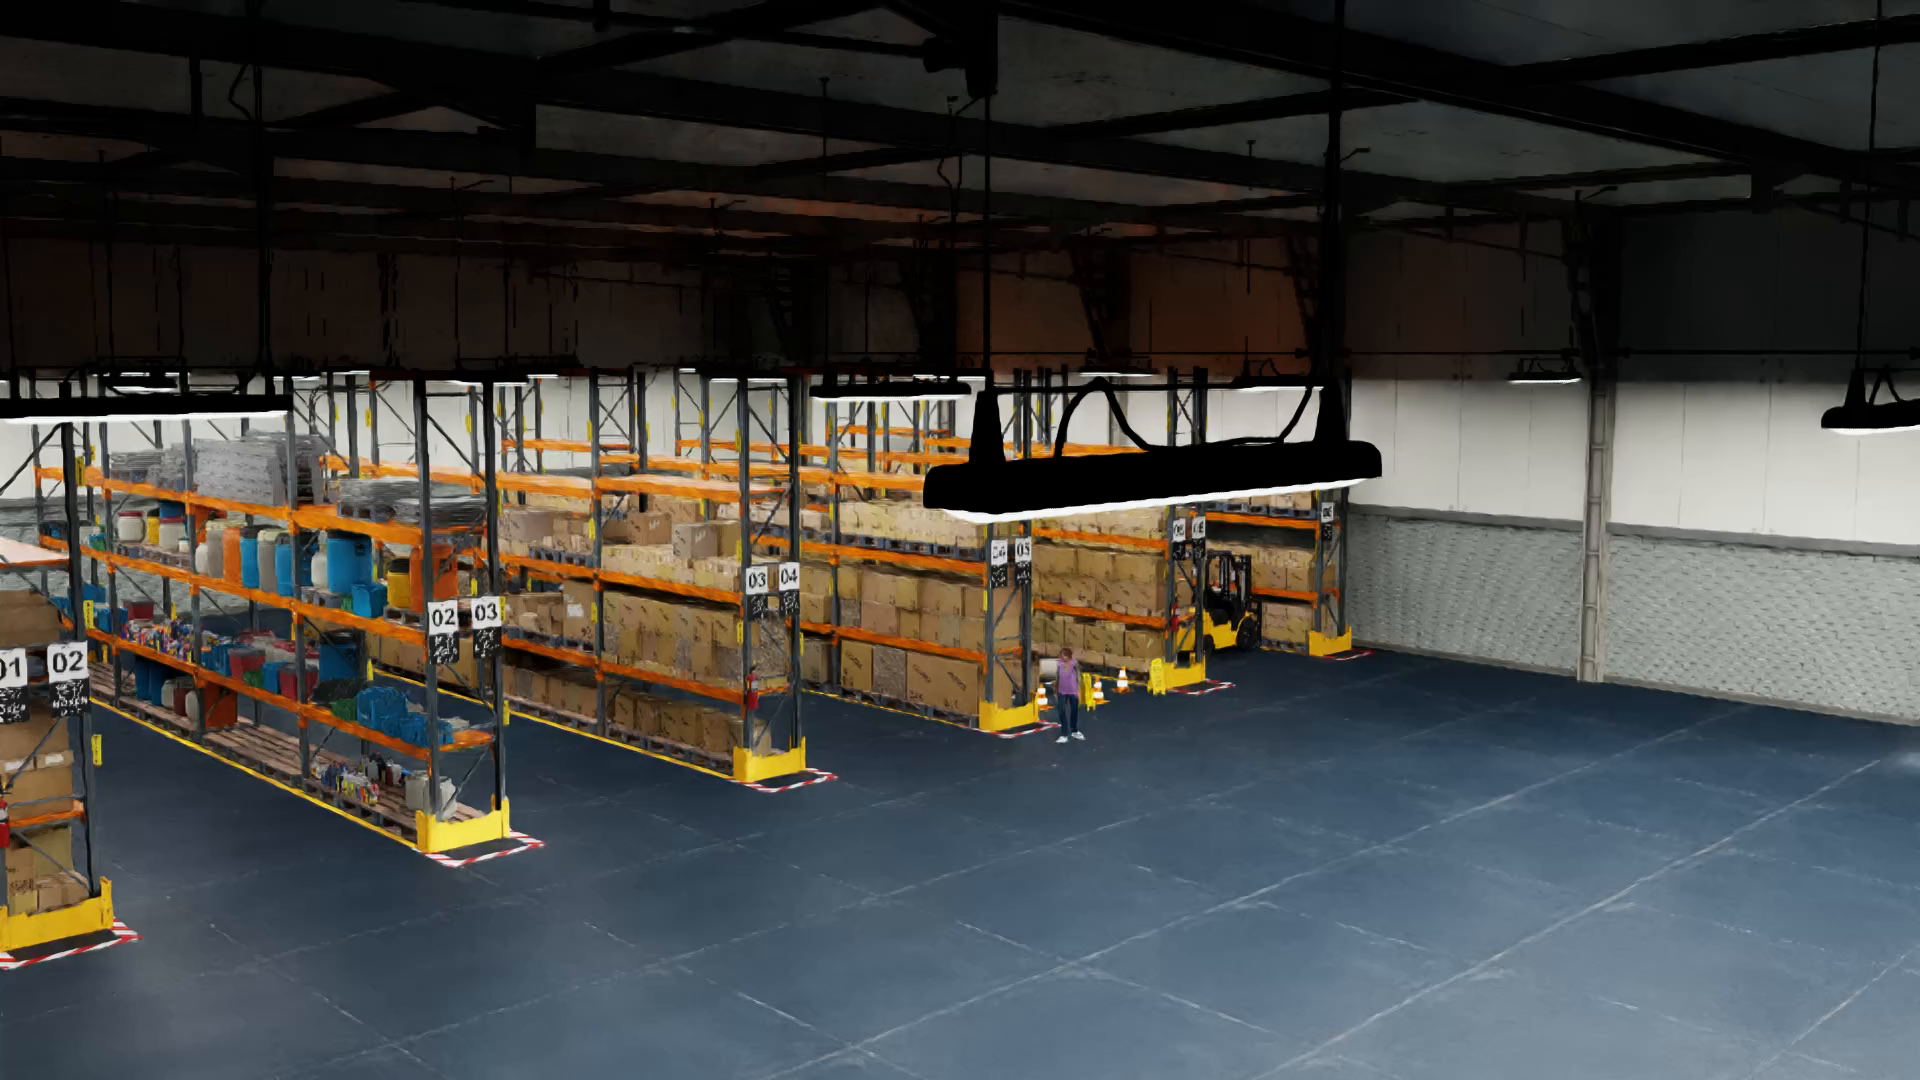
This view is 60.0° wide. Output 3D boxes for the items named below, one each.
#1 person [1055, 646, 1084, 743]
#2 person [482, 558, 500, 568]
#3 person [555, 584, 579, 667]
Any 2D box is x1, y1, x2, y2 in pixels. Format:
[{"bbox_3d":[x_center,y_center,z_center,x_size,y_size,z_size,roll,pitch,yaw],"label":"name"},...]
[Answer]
[{"bbox_3d":[1.782,2.493,27.116,0.470,1.589,0.519,1,7,13],"label":"person"},{"bbox_3d":[-11.383,0.925,40.055,0.627,1.767,0.688,1,7,10],"label":"person"},{"bbox_3d":[-7.999,1.714,33.535,0.552,1.657,0.583,-2,7,-17],"label":"person"}]
